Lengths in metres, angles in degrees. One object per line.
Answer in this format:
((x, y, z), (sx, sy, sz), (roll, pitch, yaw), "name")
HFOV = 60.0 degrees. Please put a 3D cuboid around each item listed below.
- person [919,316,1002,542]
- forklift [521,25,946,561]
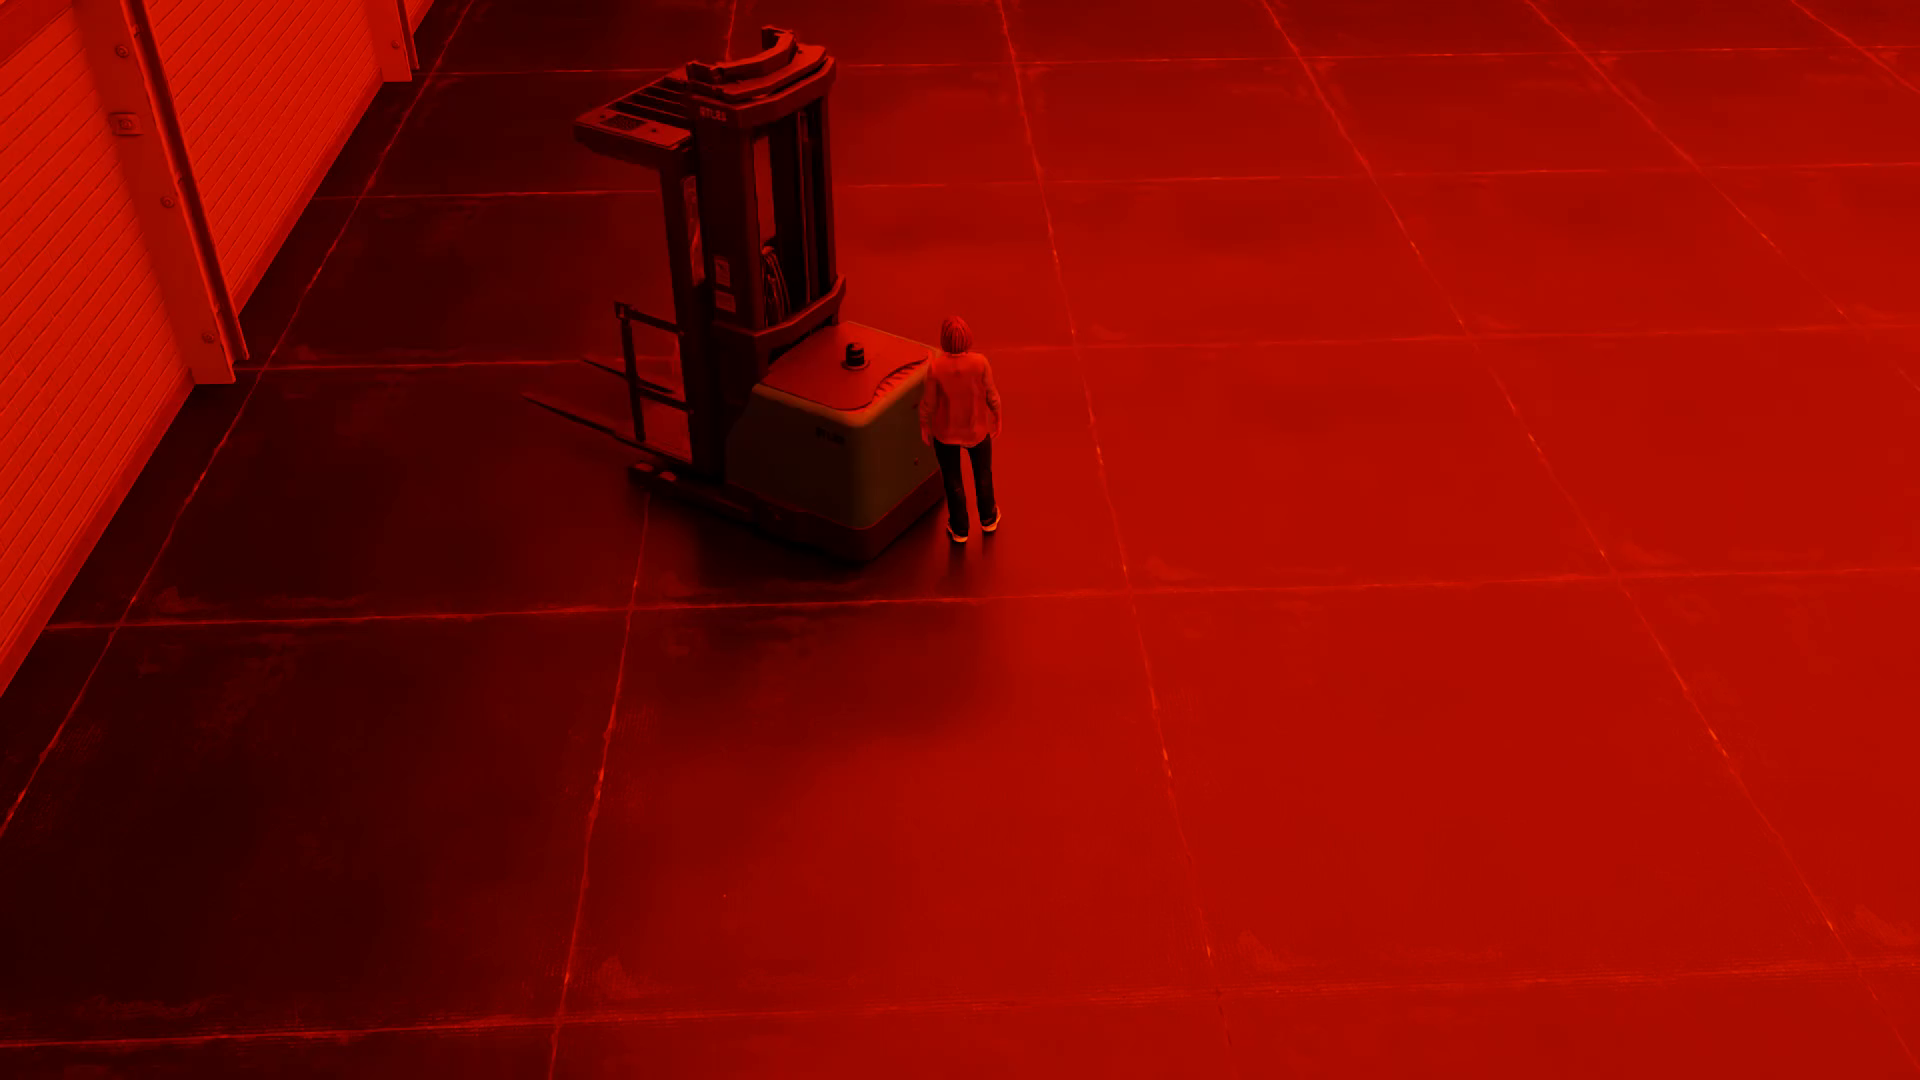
((0.011, -0.695, 10.085), (0.520, 1.597, 0.476), (-2, 36, -2), "person")
((-1.583, -1.709, 10.356), (3.031, 2.935, 1.130), (20, 41, 25), "forklift")
